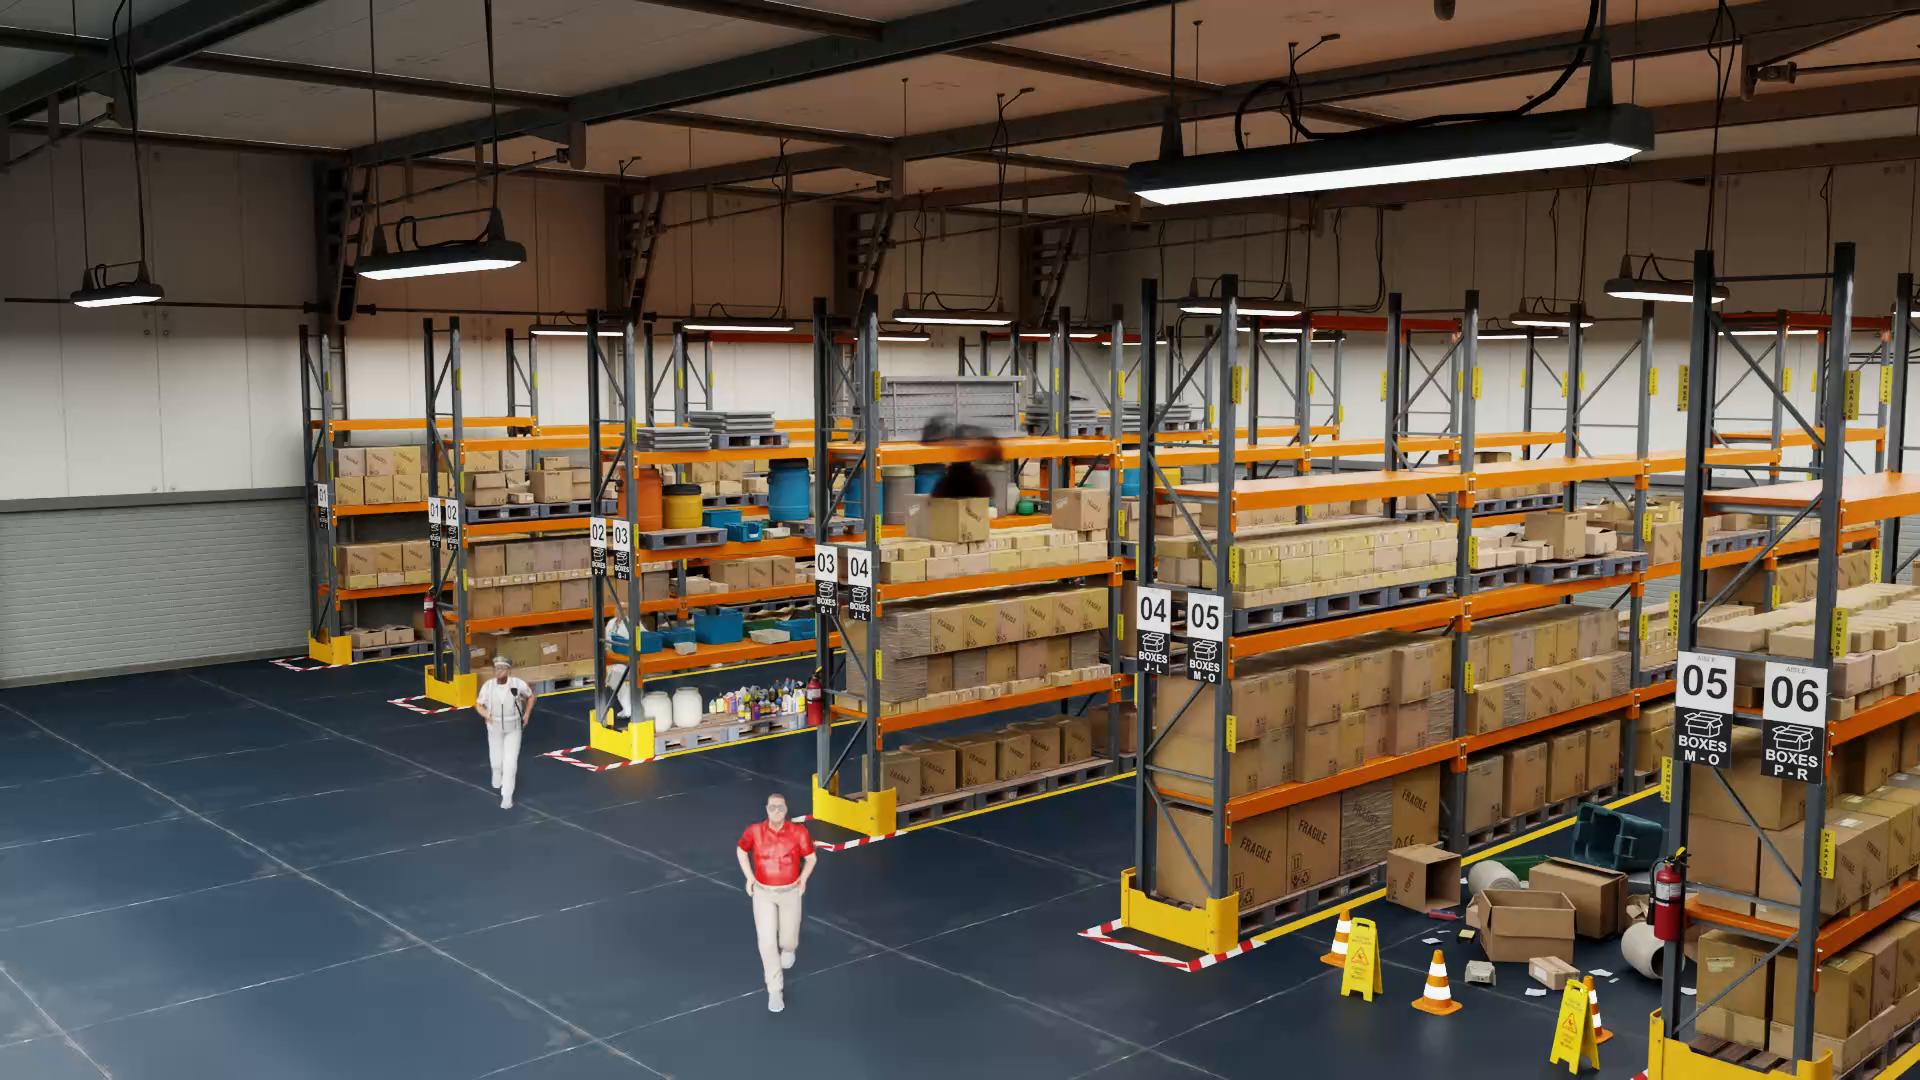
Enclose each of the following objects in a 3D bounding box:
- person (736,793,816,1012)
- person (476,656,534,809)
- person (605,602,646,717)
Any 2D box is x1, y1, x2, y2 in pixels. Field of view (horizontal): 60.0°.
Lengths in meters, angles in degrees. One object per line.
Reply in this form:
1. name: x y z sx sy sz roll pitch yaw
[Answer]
1. person: -1.521 2.945 13.799 0.663 1.720 0.833 -1 6 -6
2. person: -5.481 2.271 20.070 0.671 1.793 0.917 -1 6 -8
3. person: -5.064 1.791 24.737 0.688 1.743 0.686 4 7 33
